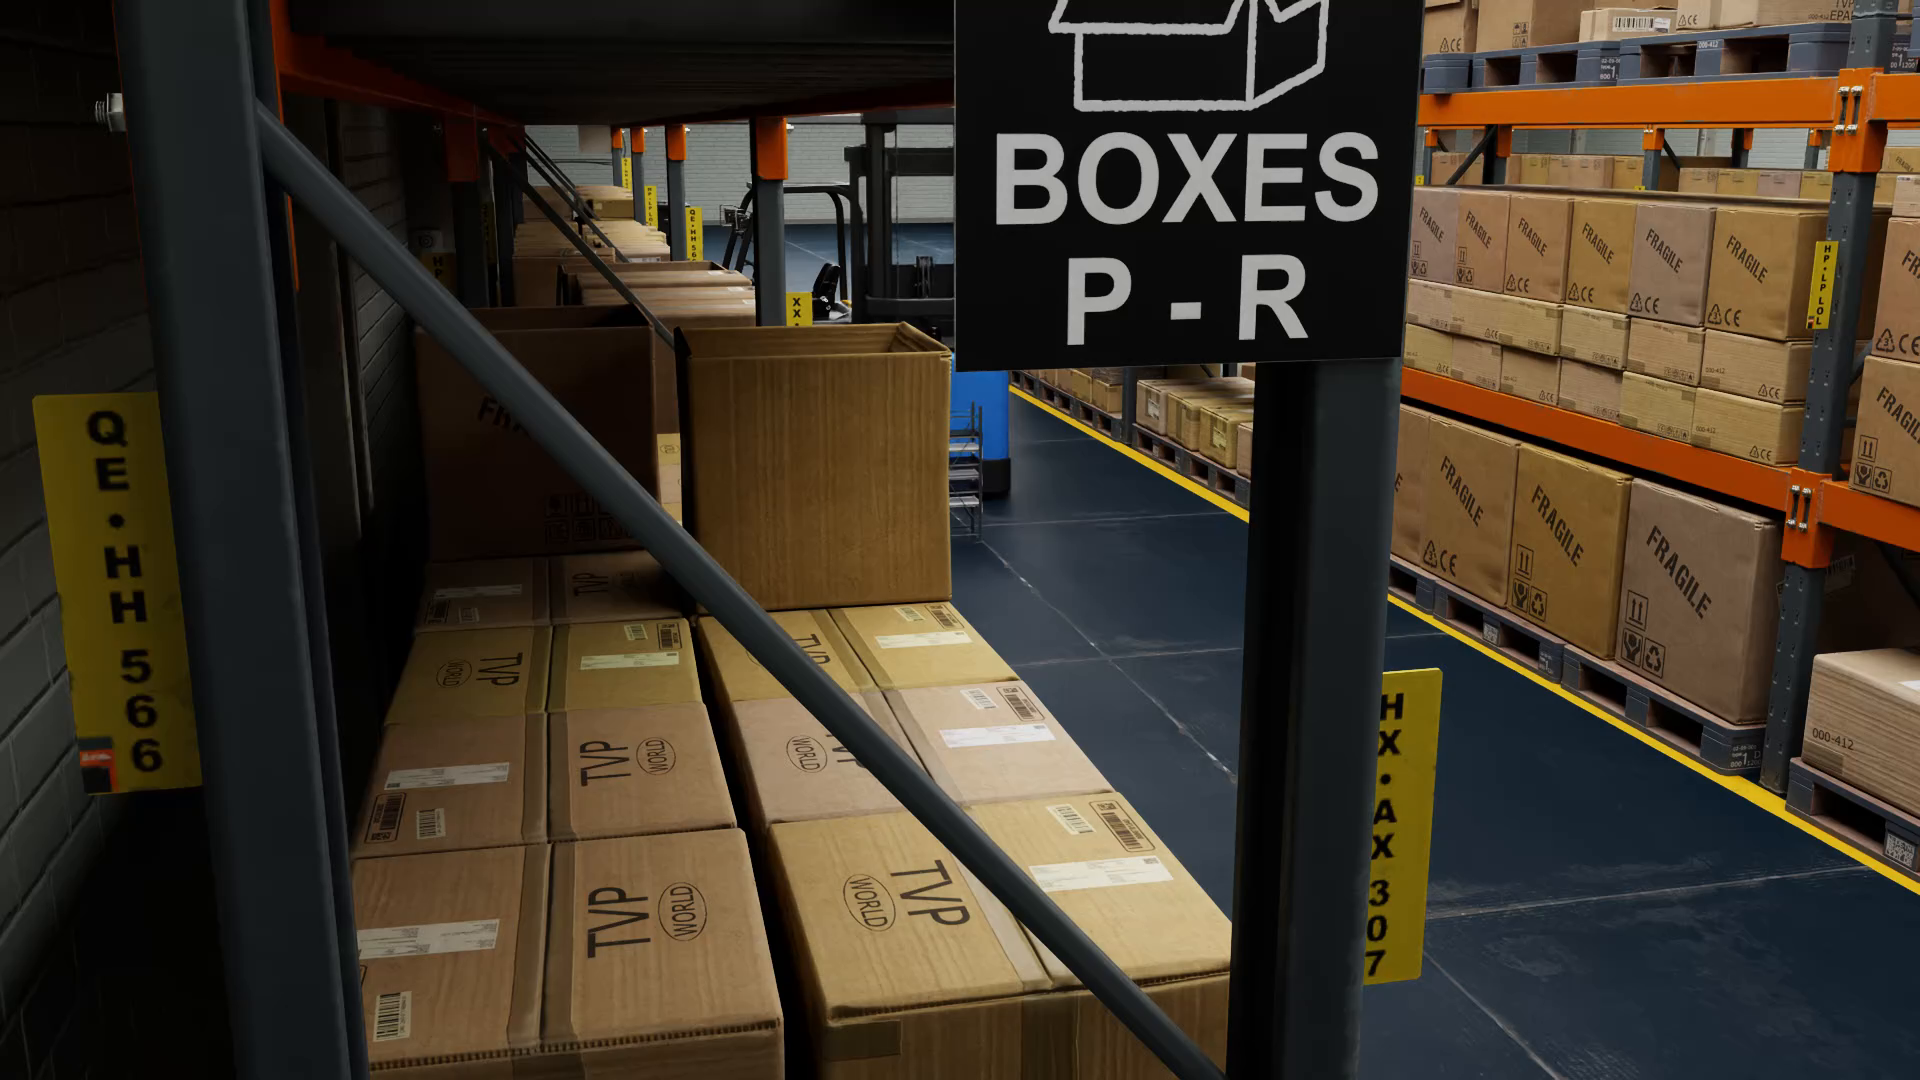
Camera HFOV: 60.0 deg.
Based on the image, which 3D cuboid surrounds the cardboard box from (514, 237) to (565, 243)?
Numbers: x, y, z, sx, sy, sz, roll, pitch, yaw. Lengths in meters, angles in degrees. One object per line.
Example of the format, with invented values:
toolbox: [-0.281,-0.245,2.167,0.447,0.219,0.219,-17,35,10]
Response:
cardboard box: [-2.689,-1.826,10.503,0.380,0.149,0.250,-4,14,-14]

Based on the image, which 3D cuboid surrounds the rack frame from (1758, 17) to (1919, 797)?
rack frame: [3.770,-0.466,6.513,1.000,3.000,0.127,-3,14,-13]

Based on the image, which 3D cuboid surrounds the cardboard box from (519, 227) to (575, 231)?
cardboard box: [-2.908,-2.124,11.723,0.380,0.149,0.250,-3,14,-14]

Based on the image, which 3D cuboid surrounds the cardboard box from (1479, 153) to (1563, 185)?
cardboard box: [6.008,-3.784,17.505,0.875,0.550,0.550,-3,14,-13]

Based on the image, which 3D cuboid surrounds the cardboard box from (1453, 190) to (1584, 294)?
cardboard box: [2.941,-1.561,8.679,0.500,0.500,0.500,-3,14,-12]

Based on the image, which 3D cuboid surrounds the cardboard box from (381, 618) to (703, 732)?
cardboard box: [-0.712,0.338,2.912,0.500,0.250,0.500,-3,14,-11]

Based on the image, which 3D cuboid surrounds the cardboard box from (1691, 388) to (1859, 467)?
cardboard box: [3.420,-0.482,6.896,0.500,0.250,0.500,-4,14,-15]

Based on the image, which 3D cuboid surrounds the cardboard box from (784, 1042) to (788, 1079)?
cardboard box: [-0.125,0.651,2.472,0.380,0.149,0.250,-3,14,-14]

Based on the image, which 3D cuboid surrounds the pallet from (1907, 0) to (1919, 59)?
pallet: [3.952,-1.690,5.392,1.003,0.211,1.213,-3,14,-13]

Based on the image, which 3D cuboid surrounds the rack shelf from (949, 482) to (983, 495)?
rack shelf: [0.002,-0.315,10.842,0.258,0.077,0.200,-3,14,-13]

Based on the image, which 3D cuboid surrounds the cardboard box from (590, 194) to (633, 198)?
cardboard box: [-2.897,-2.811,13.907,0.380,0.149,0.250,-3,14,-12]

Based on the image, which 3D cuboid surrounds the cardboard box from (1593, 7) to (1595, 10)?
cardboard box: [3.495,-2.686,8.679,0.396,0.266,0.258,-4,14,-15]

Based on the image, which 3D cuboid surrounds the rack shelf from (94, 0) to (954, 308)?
rack shelf: [-0.584,-0.834,3.217,1.077,0.370,4.000,-3,14,-13]

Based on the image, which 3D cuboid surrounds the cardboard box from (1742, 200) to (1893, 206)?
cardboard box: [3.800,-1.233,7.337,0.500,0.500,0.500,-3,14,-14]

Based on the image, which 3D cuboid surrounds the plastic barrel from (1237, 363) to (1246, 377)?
plastic barrel: [2.909,-1.590,16.544,0.512,0.421,0.421,7,15,26]

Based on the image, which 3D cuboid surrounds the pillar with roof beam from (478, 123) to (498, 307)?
pillar with roof beam: [-0.400,-5.900,16.115,9.100,9.000,0.400,-3,14,-13]

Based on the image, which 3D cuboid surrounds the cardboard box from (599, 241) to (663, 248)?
cardboard box: [-2.005,-1.743,10.165,0.380,0.149,0.250,-3,14,-13]

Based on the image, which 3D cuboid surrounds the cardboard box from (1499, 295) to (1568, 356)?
cardboard box: [3.042,-1.075,8.270,0.500,0.250,0.500,-3,14,-12]

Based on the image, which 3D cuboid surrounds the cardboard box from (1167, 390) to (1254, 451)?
cardboard box: [2.189,-0.952,13.156,0.950,0.372,0.625,-2,14,-10]

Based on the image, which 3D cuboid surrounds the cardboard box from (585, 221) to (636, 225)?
cardboard box: [-2.636,-2.331,12.570,0.380,0.149,0.250,-3,14,-11]

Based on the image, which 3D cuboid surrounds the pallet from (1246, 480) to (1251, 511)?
pallet: [2.649,-0.214,11.359,1.003,0.211,1.213,-3,14,-13]

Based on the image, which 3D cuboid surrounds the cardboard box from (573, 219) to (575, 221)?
cardboard box: [-3.882,-2.756,15.678,0.500,0.500,0.500,-3,14,-11]

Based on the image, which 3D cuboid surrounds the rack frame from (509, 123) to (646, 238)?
rack frame: [-2.933,-2.034,12.931,1.000,3.000,0.127,-3,14,-13]

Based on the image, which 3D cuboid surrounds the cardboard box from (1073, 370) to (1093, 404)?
cardboard box: [1.357,-1.423,15.341,0.500,0.250,0.500,-4,14,-15]

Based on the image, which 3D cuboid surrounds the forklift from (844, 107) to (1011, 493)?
forklift: [-0.329,-2.043,13.112,1.130,2.935,3.031,-2,14,-7]

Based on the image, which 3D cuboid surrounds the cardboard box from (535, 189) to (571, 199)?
cardboard box: [-3.766,-3.136,15.237,0.380,0.149,0.250,-3,14,-11]

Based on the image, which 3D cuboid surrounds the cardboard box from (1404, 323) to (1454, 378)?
cardboard box: [2.839,-1.071,9.307,0.500,0.250,0.500,-4,14,-15]

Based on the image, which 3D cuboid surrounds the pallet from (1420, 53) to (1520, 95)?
pallet: [3.034,-2.608,9.360,1.213,0.211,1.003,-3,14,-11]

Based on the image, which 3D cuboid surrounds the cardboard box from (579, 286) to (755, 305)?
cardboard box: [-1.071,-0.684,6.312,0.700,0.500,0.500,-3,14,-13]

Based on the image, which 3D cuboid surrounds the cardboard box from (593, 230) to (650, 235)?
cardboard box: [-2.308,-2.038,11.370,0.380,0.149,0.250,-3,14,-13]

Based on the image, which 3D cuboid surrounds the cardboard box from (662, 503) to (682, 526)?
cardboard box: [-0.461,0.075,3.990,0.500,0.250,0.500,-3,14,-14]

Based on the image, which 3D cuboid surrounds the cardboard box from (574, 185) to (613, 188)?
cardboard box: [-3.583,-3.394,16.293,0.380,0.149,0.250,-3,14,-13]

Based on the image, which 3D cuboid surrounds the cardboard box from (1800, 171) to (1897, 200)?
cardboard box: [7.160,-2.679,13.254,0.700,0.500,0.500,-3,14,-14]

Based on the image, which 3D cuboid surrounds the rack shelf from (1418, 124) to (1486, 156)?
rack shelf: [2.361,-2.957,11.908,1.077,0.370,4.000,-3,14,-13]

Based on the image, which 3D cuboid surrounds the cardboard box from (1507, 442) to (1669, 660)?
cardboard box: [3.327,0.016,8.133,0.875,0.875,0.875,-3,14,-12]

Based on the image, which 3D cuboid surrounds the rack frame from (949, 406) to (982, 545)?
rack frame: [0.026,-0.412,10.717,0.240,0.900,0.006,-3,14,-13]

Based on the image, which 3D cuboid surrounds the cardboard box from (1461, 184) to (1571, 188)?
cardboard box: [3.207,-1.818,9.731,0.500,0.500,0.500,-4,14,-15]

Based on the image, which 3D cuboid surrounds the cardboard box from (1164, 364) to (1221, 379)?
cardboard box: [2.015,-1.695,14.873,0.500,0.500,0.500,-3,14,-11]

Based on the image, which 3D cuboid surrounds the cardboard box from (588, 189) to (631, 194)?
cardboard box: [-3.186,-3.105,15.111,0.380,0.149,0.250,-3,14,-12]

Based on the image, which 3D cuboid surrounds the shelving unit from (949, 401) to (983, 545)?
shelving unit: [0.002,-0.435,10.813,0.258,0.900,0.210,-3,14,-13]

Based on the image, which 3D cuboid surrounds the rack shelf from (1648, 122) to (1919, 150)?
rack shelf: [7.149,-3.257,13.132,1.077,0.370,4.000,-3,14,-13]

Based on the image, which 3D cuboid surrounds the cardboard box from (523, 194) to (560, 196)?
cardboard box: [-3.556,-2.834,14.004,0.380,0.149,0.250,-4,14,-14]

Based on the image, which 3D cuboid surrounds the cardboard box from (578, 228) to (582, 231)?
cardboard box: [-3.041,-2.435,14.363,0.500,0.500,0.500,-3,14,-14]

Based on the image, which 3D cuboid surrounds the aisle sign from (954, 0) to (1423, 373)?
aisle sign: [0.187,-0.529,1.294,0.394,0.787,0.004,-3,14,-13]

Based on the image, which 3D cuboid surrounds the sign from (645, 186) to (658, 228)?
sign: [-2.407,-2.590,12.936,0.100,0.325,0.005,-3,14,-13]

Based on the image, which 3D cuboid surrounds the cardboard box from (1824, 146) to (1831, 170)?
cardboard box: [10.449,-4.323,19.357,0.500,0.500,0.500,-3,14,-13]

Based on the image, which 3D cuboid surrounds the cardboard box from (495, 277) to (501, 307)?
cardboard box: [-2.369,-1.369,9.473,0.500,0.250,0.500,-3,14,-12]

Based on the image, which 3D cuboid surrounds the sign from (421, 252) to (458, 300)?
sign: [-1.592,-0.719,5.109,0.100,0.325,0.005,-3,14,-13]

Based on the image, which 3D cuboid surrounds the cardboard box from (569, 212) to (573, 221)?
cardboard box: [-3.470,-2.695,14.059,0.380,0.149,0.250,-3,14,-11]
